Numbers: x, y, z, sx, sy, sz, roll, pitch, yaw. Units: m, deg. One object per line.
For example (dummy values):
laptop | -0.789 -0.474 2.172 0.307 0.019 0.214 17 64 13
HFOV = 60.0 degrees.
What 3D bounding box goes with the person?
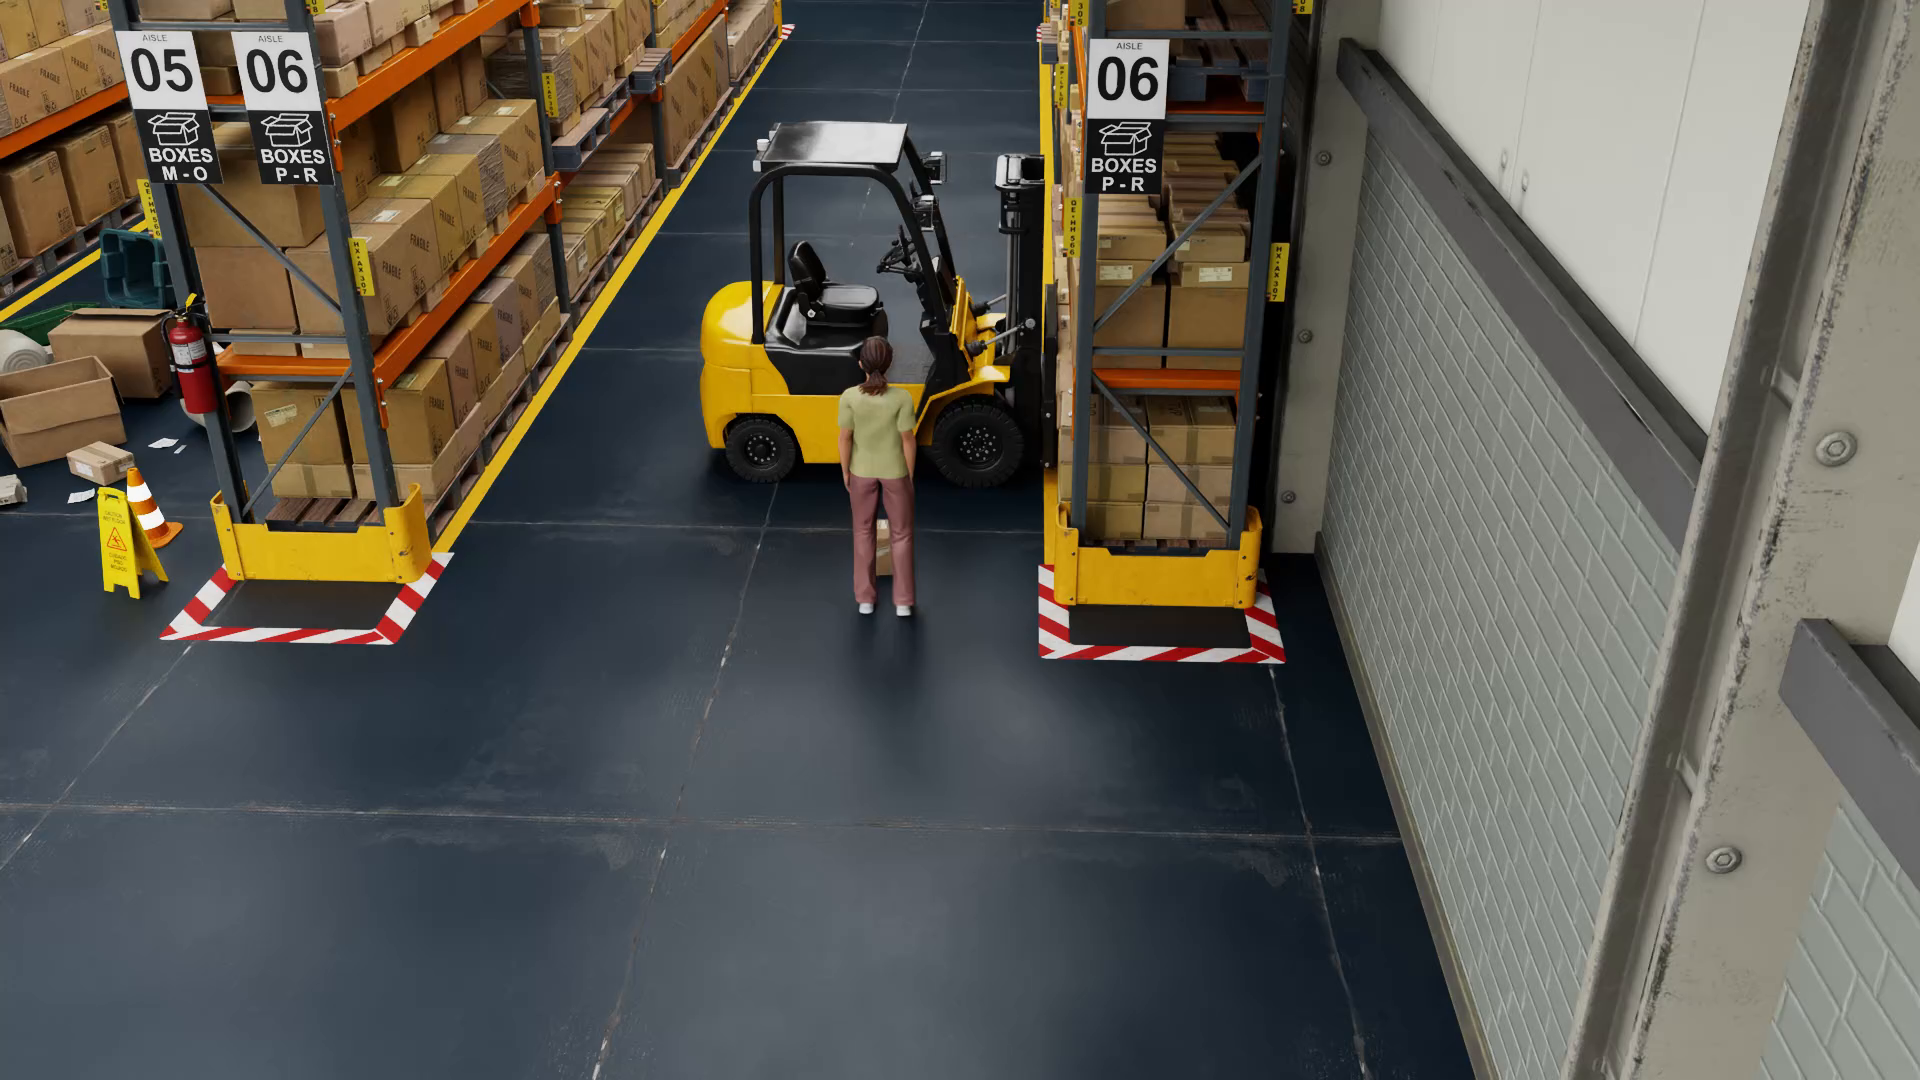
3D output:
person | -0.453 -0.341 9.300 0.440 1.693 0.369 2 28 3
